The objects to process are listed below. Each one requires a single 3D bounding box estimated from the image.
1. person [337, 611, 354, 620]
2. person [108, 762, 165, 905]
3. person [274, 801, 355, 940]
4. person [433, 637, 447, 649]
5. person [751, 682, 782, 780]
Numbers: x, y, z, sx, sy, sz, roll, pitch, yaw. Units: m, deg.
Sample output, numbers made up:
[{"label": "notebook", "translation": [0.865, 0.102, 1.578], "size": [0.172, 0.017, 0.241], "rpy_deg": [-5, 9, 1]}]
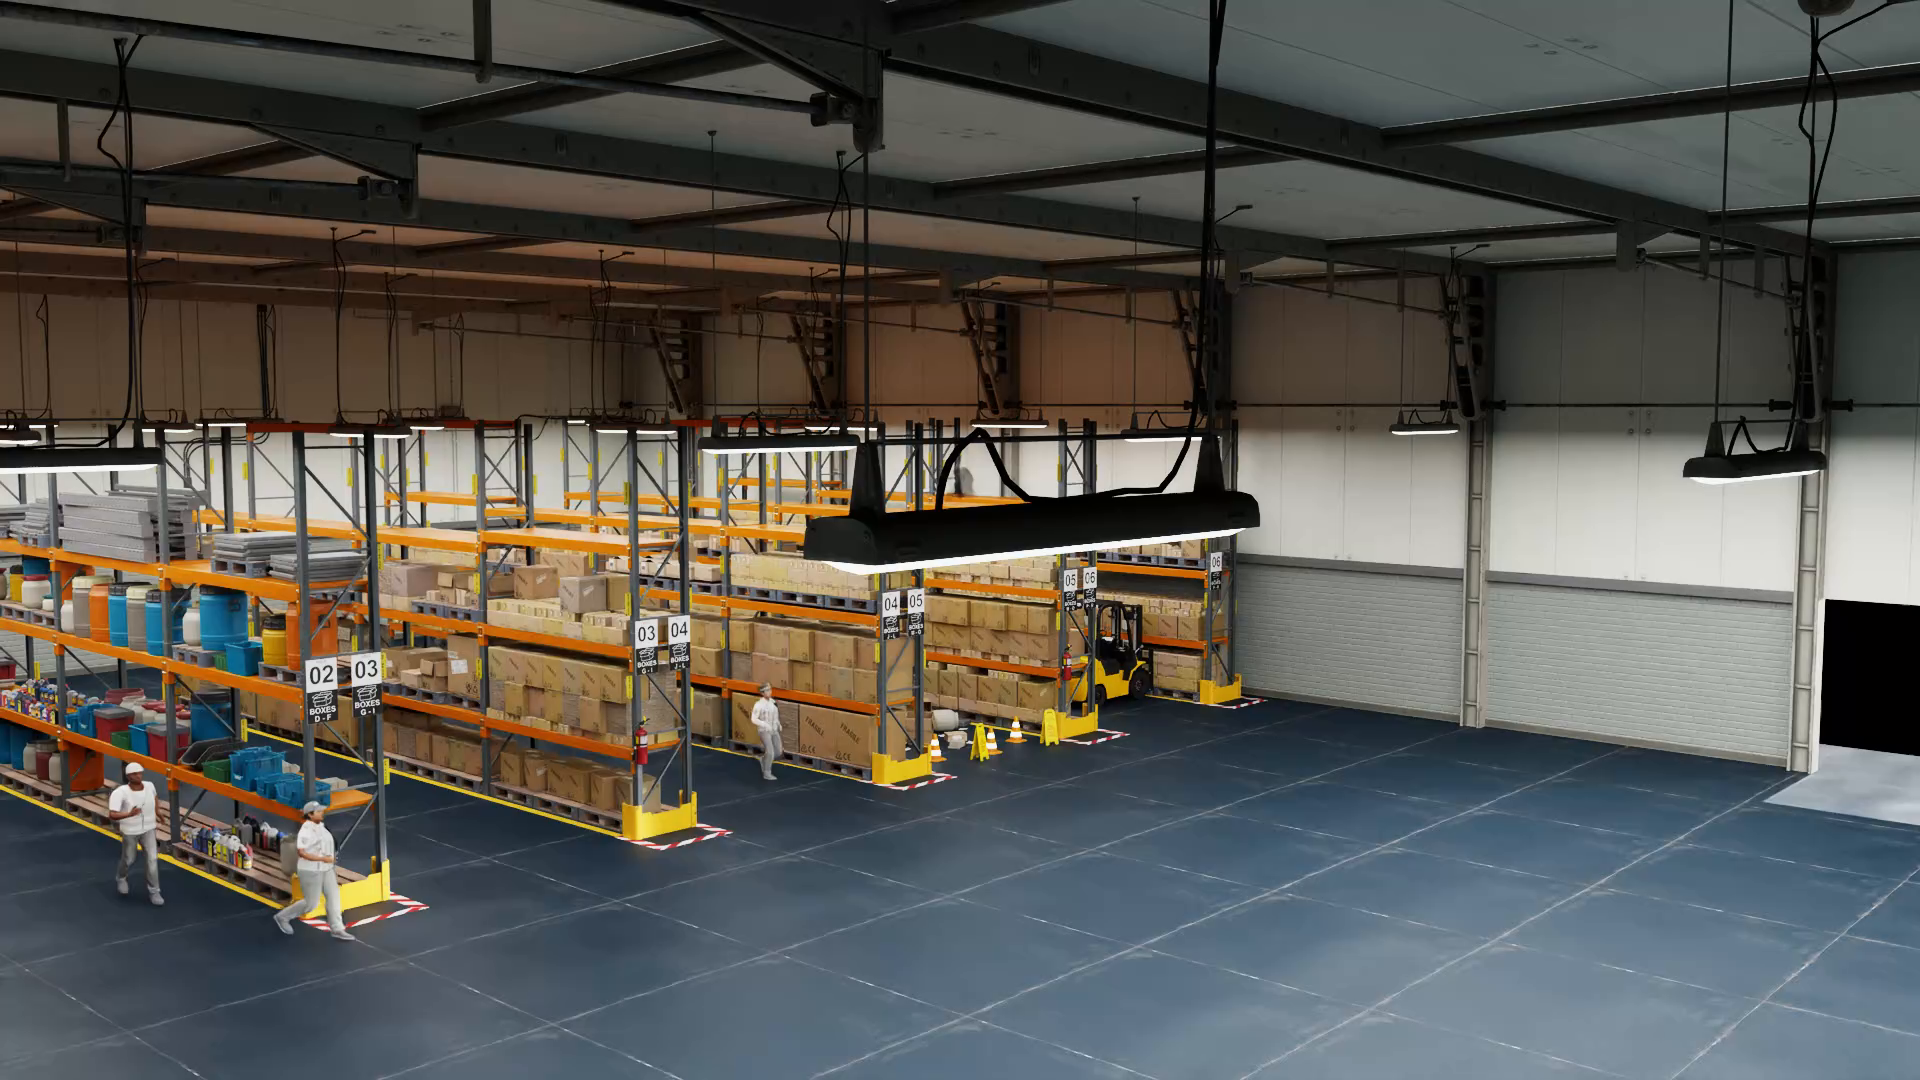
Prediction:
[{"label": "person", "translation": [-14.203, 2.339, 38.375], "size": [0.714, 1.773, 0.668], "rpy_deg": [1, 5, 8]}, {"label": "person", "translation": [-10.442, 3.694, 21.120], "size": [0.982, 1.757, 0.698], "rpy_deg": [4, 6, 42]}, {"label": "person", "translation": [-7.606, 3.900, 19.636], "size": [0.935, 1.650, 0.642], "rpy_deg": [0, 5, 3]}, {"label": "person", "translation": [-12.498, 2.276, 40.079], "size": [0.821, 1.553, 0.602], "rpy_deg": [1, 5, 8]}, {"label": "person", "translation": [-3.247, 3.215, 28.042], "size": [0.573, 1.648, 0.612], "rpy_deg": [4, 6, 40]}]
